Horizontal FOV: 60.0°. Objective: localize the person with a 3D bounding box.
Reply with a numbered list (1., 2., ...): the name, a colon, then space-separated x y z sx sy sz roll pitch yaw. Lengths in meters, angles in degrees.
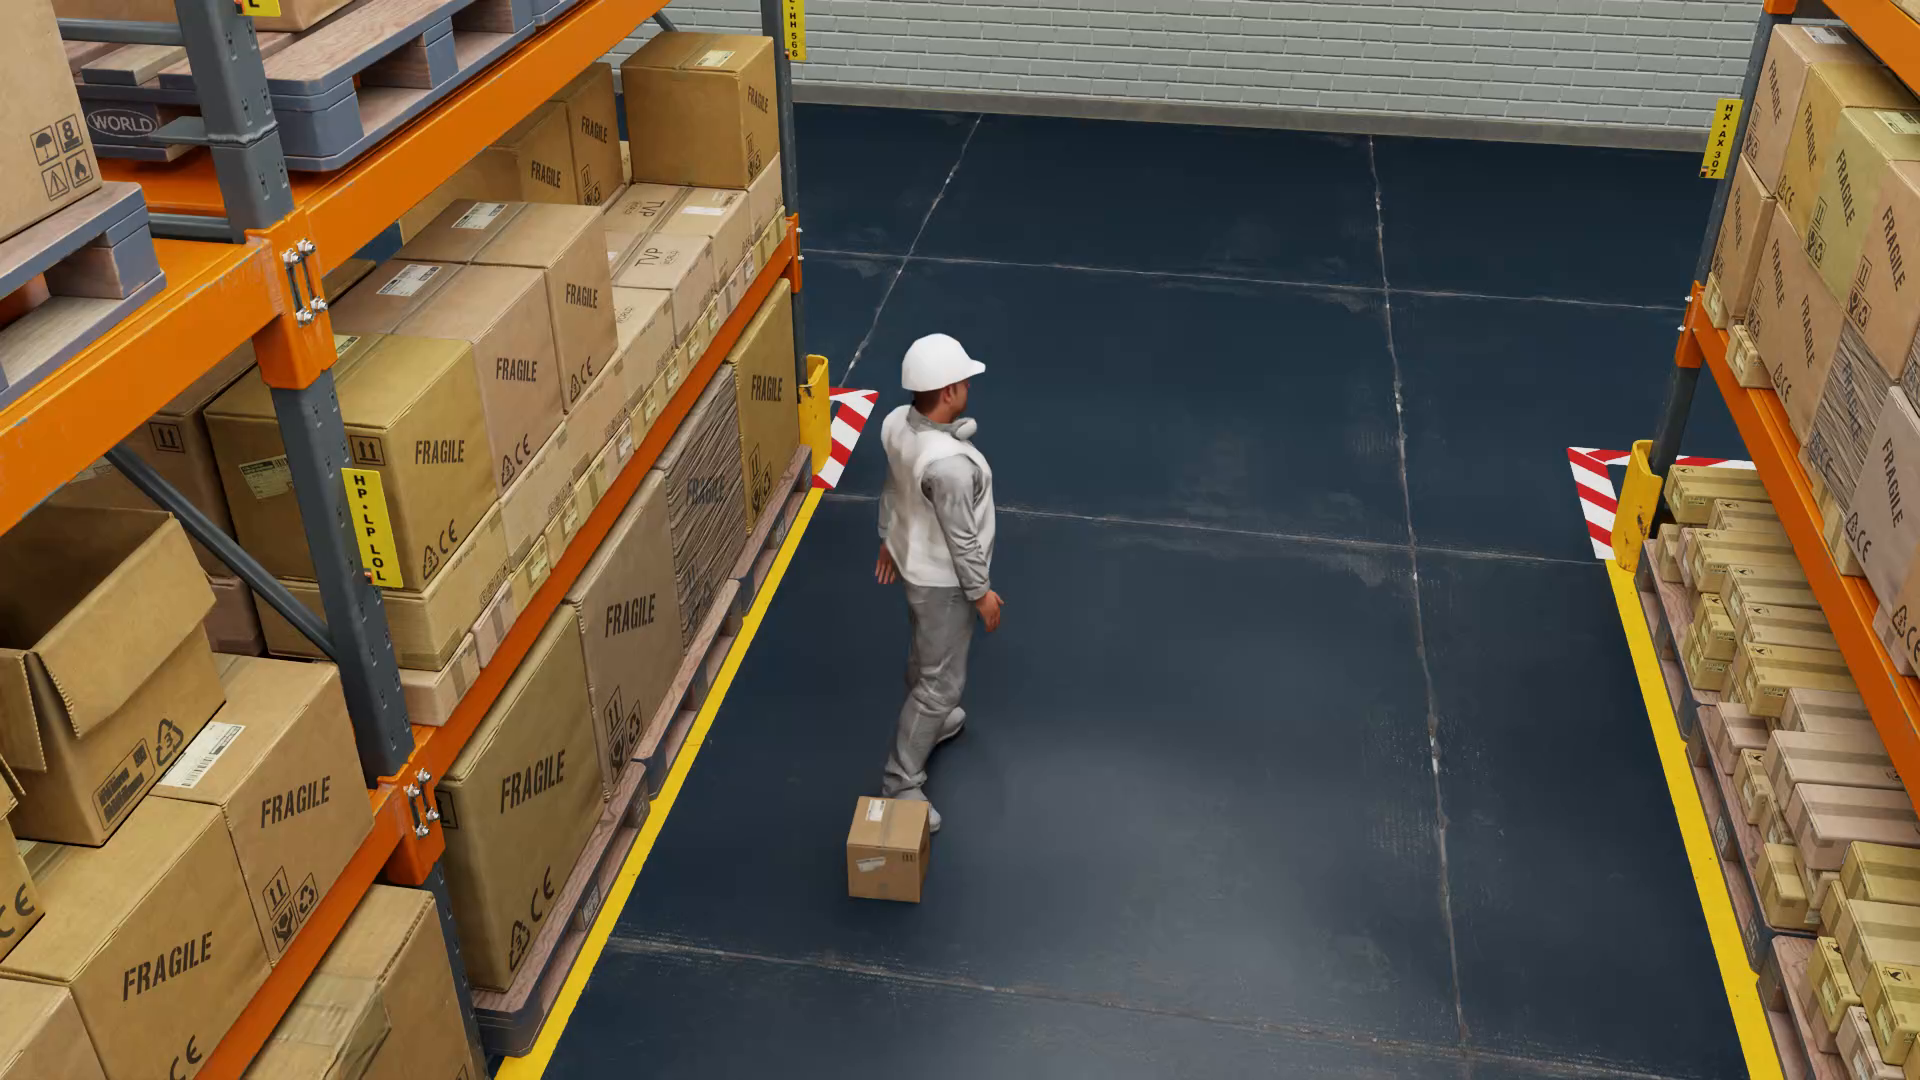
1. person: -0.095 0.150 5.874 0.491 1.759 0.709 -10 34 -16
